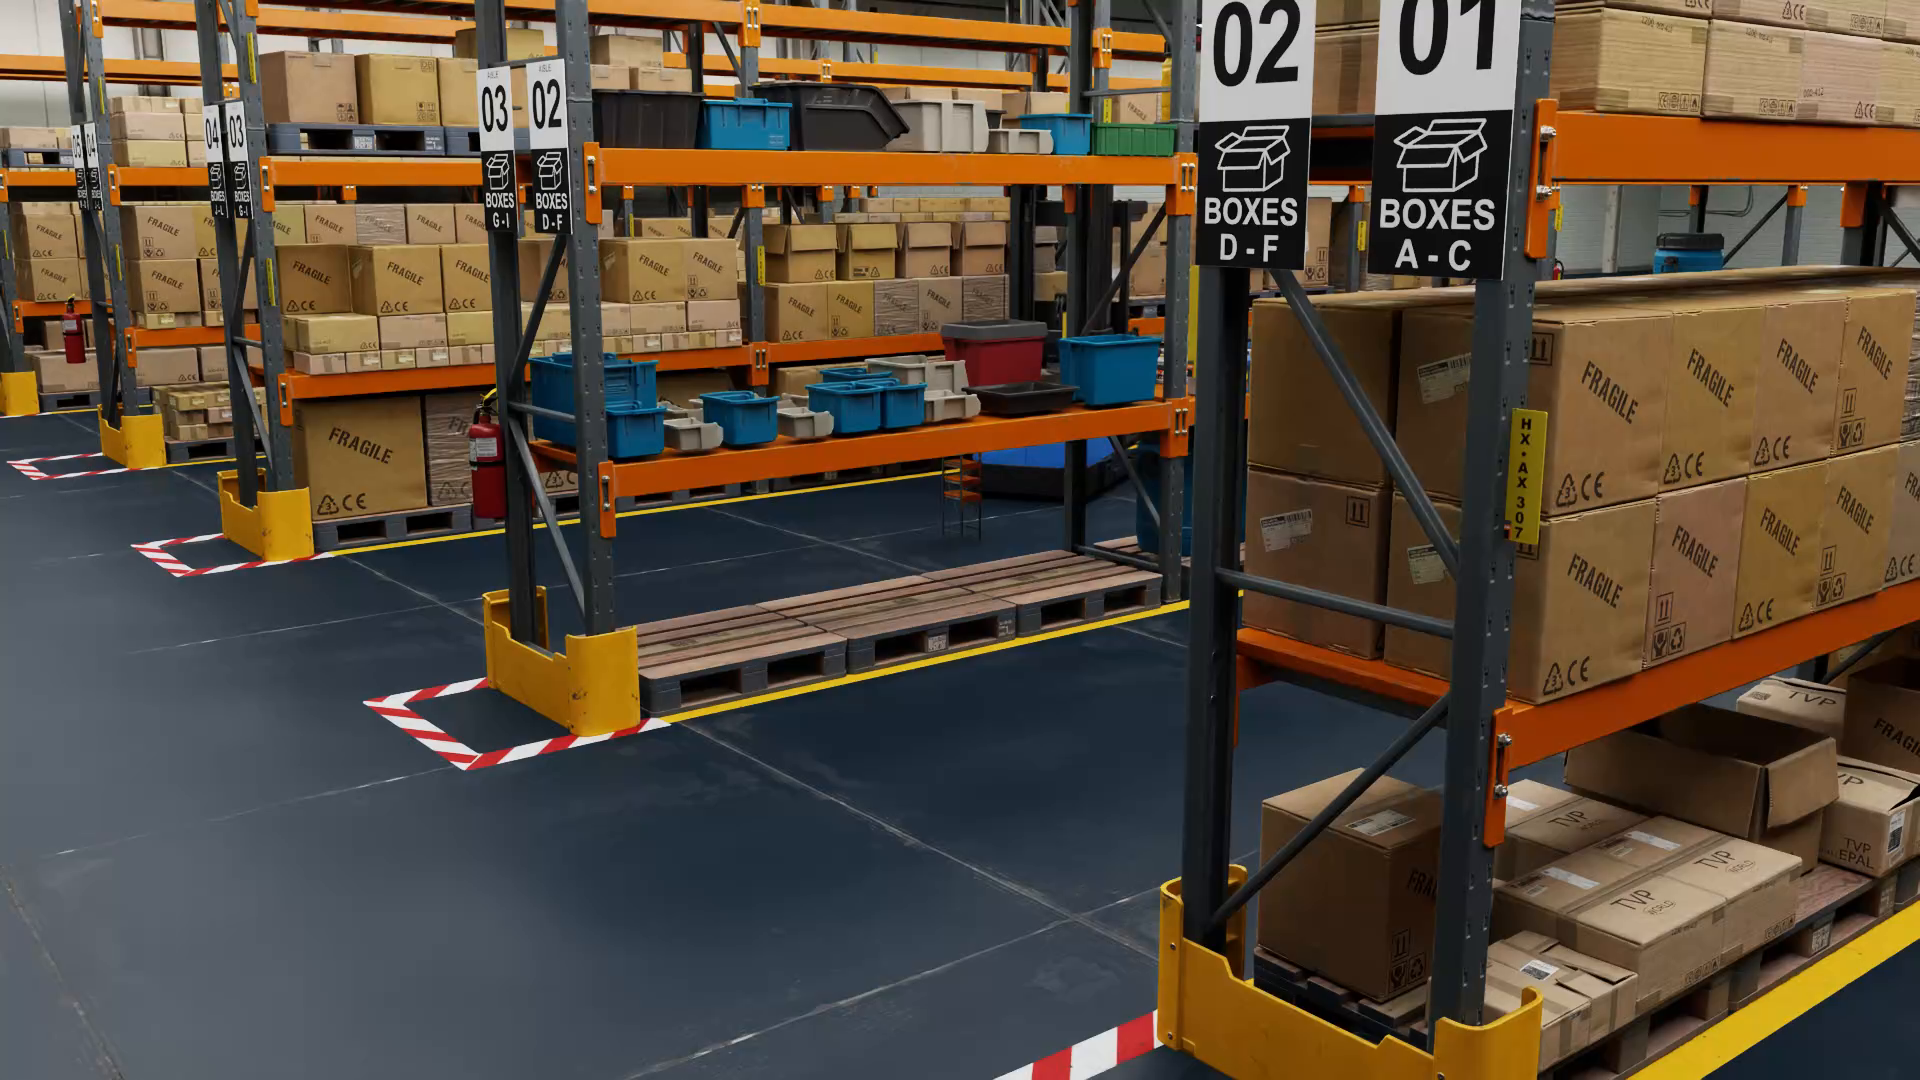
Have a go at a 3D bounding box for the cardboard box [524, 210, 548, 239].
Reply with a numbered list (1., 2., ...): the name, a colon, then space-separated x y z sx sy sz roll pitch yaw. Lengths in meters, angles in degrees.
1. cardboard box: -6.123 -4.369 23.334 0.500 0.500 0.500 -9 15 -38

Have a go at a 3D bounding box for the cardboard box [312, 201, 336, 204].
1. cardboard box: -8.260 -4.316 21.525 0.250 0.149 0.380 -10 15 -39

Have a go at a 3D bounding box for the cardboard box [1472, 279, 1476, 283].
1. cardboard box: 6.163 -3.488 20.875 0.500 0.500 0.875 -9 15 -38

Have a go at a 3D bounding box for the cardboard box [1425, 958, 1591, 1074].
1. cardboard box: 1.576 1.362 4.799 0.250 0.149 0.380 -9 15 -38

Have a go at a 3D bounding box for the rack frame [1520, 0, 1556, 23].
1. rack frame: 1.035 -2.754 3.932 0.127 3.000 1.000 -9 15 -38

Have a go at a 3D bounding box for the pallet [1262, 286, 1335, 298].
1. pallet: 3.532 -2.814 19.121 1.213 0.211 1.003 -9 15 -38

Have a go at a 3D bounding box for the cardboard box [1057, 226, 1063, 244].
1. cardboard box: 1.509 -4.445 23.379 0.550 0.550 0.875 -9 15 -38

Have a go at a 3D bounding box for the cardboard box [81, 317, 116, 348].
1. cardboard box: -12.742 -3.042 24.740 0.500 0.500 0.500 -9 15 -37

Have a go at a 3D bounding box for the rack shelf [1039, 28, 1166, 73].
1. rack shelf: 2.658 -5.111 17.728 4.000 0.370 1.077 -9 15 -38

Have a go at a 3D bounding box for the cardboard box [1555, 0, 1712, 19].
1. cardboard box: 1.598 -1.482 4.322 0.500 0.250 0.500 -9 15 -38

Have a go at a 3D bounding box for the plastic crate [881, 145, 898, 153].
1. plastic crate: -0.598 -2.270 9.509 0.530 0.136 0.437 -9 15 -38

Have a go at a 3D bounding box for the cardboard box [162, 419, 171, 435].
1. cardboard box: -7.890 -1.157 16.708 0.250 0.149 0.380 -9 15 -37

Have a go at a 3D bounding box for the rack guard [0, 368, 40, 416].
1. rack guard: -11.361 -1.808 19.939 0.348 0.500 1.175 -9 15 -38

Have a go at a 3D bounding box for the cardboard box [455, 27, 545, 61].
1. cardboard box: -3.567 -3.824 12.897 0.500 0.250 0.500 -10 16 -39

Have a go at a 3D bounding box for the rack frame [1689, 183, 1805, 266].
1. rack frame: 7.313 -2.180 15.674 0.127 3.000 1.000 -9 15 -38

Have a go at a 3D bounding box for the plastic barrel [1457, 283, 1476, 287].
1. plastic barrel: 4.363 -1.837 13.730 0.708 0.536 0.600 -9 15 -38

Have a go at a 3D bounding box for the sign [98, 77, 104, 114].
1. sign: -7.832 -4.051 15.158 0.005 0.325 0.100 -9 15 -38

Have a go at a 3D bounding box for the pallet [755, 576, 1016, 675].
1. pallet: -0.437 0.483 9.846 1.213 0.211 1.003 -9 15 -38

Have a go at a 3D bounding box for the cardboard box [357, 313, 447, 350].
1. cardboard box: -4.206 -1.585 12.519 0.500 0.250 0.500 -10 15 -38

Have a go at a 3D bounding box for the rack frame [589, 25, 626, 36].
1. rack frame: -5.095 -7.006 23.959 0.127 3.000 1.000 -9 15 -38

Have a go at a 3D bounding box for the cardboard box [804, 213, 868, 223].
1. cardboard box: -1.567 -3.877 21.016 0.500 0.500 0.700 -10 15 -38

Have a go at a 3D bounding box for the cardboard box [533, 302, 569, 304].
1. cardboard box: -3.351 -1.867 13.845 0.500 0.250 0.500 -9 15 -36

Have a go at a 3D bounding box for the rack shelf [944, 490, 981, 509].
1. rack shelf: 0.011 -0.311 12.572 0.180 0.103 0.258 -9 15 -38

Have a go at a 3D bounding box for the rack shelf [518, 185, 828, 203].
1. rack shelf: -3.485 -4.138 19.404 4.000 0.370 1.077 -9 15 -38

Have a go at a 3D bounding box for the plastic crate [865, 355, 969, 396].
1. plastic crate: -0.241 -0.945 9.999 0.530 0.282 0.437 -9 15 -38

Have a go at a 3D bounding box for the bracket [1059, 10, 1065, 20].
1. bracket: 2.172 -11.440 36.175 0.430 0.232 0.235 -9 15 -38

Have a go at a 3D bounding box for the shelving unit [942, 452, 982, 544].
1. shelving unit: 0.011 -0.589 12.513 0.189 1.200 0.258 -9 15 -38

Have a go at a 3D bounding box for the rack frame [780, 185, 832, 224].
1. rack frame: -1.924 -3.282 20.863 0.127 3.000 1.000 -9 15 -38

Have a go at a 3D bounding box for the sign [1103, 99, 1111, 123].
1. sign: 1.436 -4.132 16.210 0.005 0.325 0.100 -9 15 -38

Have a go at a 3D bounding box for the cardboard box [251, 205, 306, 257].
1. cardboard box: -6.844 -3.073 16.515 0.500 0.500 0.500 -10 15 -39

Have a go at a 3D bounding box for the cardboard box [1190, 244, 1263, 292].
1. cardboard box: 2.923 -2.999 18.273 0.637 0.503 0.797 -8 14 -32

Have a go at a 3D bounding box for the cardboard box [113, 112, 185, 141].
1. cardboard box: -7.658 -3.898 15.702 0.500 0.250 0.500 -9 15 -37

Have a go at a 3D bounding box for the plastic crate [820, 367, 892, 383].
1. plastic crate: -0.613 -0.878 9.803 0.300 0.233 0.416 -9 15 -38

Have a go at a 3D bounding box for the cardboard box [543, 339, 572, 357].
1. cardboard box: -3.264 -1.530 13.218 0.250 0.149 0.380 -9 15 -37

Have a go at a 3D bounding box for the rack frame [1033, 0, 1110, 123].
1. rack frame: 1.096 -5.399 16.390 0.127 3.000 1.000 -9 15 -38

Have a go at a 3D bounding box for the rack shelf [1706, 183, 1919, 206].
1. rack shelf: 8.875 -3.555 16.659 4.000 0.370 1.077 -9 15 -38

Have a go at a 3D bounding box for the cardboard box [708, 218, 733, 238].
1. cardboard box: -3.786 -4.631 25.249 0.500 0.500 0.500 -9 15 -37

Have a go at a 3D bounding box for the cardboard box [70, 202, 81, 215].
1. cardboard box: -10.457 -3.951 19.803 0.250 0.149 0.380 -9 15 -36

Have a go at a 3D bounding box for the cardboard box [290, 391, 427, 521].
1. cardboard box: -4.701 -0.688 12.753 0.875 0.875 0.875 -9 15 -38

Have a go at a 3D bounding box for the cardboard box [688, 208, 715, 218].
1. cardboard box: -3.994 -5.047 25.645 0.250 0.149 0.380 -10 16 -40

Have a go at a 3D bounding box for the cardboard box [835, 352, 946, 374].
1. cardboard box: -0.843 -1.314 15.699 0.875 0.875 1.225 -10 16 -40

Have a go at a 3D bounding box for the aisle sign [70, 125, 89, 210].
1. aisle sign: -8.415 -3.555 15.889 0.004 0.787 0.394 -9 15 -38

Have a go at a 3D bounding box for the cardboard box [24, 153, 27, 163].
1. cardboard box: -13.544 -5.460 23.545 0.500 0.250 0.500 -9 15 -37

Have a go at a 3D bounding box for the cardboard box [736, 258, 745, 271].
1. cardboard box: -2.632 -3.270 19.685 0.250 0.149 0.380 -9 15 -38

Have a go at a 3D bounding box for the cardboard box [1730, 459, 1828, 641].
1. cardboard box: 2.339 -0.015 5.238 0.500 0.500 0.500 -9 15 -38

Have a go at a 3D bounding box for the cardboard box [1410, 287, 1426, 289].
1. cardboard box: 5.367 -2.967 19.983 0.250 0.149 0.380 -9 15 -38

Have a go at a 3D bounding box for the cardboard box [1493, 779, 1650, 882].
1. cardboard box: 2.066 1.082 5.873 0.500 0.250 0.500 -9 15 -38

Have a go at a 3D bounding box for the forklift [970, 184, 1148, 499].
1. forklift: 1.065 -2.049 15.221 1.130 2.935 3.031 4 13 19

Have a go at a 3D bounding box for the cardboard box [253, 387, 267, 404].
1. cardboard box: -6.990 -1.471 16.757 0.250 0.149 0.380 -10 16 -40

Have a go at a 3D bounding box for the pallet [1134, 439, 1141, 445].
1. pallet: 1.707 -1.202 17.779 1.213 0.211 1.003 -9 15 -38

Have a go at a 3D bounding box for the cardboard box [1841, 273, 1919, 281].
1. cardboard box: 3.527 -0.702 6.063 0.500 0.500 0.500 -10 15 -39

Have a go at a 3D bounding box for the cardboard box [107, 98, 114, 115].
1. cardboard box: -8.095 -4.168 16.013 0.250 0.149 0.380 -10 15 -38

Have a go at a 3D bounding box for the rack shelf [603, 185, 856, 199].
1. rack shelf: -3.533 -5.447 25.568 4.000 0.370 1.077 -9 15 -38

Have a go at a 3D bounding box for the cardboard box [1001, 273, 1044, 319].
1. cardboard box: 0.472 -2.345 16.211 0.500 0.500 0.500 -10 15 -38
